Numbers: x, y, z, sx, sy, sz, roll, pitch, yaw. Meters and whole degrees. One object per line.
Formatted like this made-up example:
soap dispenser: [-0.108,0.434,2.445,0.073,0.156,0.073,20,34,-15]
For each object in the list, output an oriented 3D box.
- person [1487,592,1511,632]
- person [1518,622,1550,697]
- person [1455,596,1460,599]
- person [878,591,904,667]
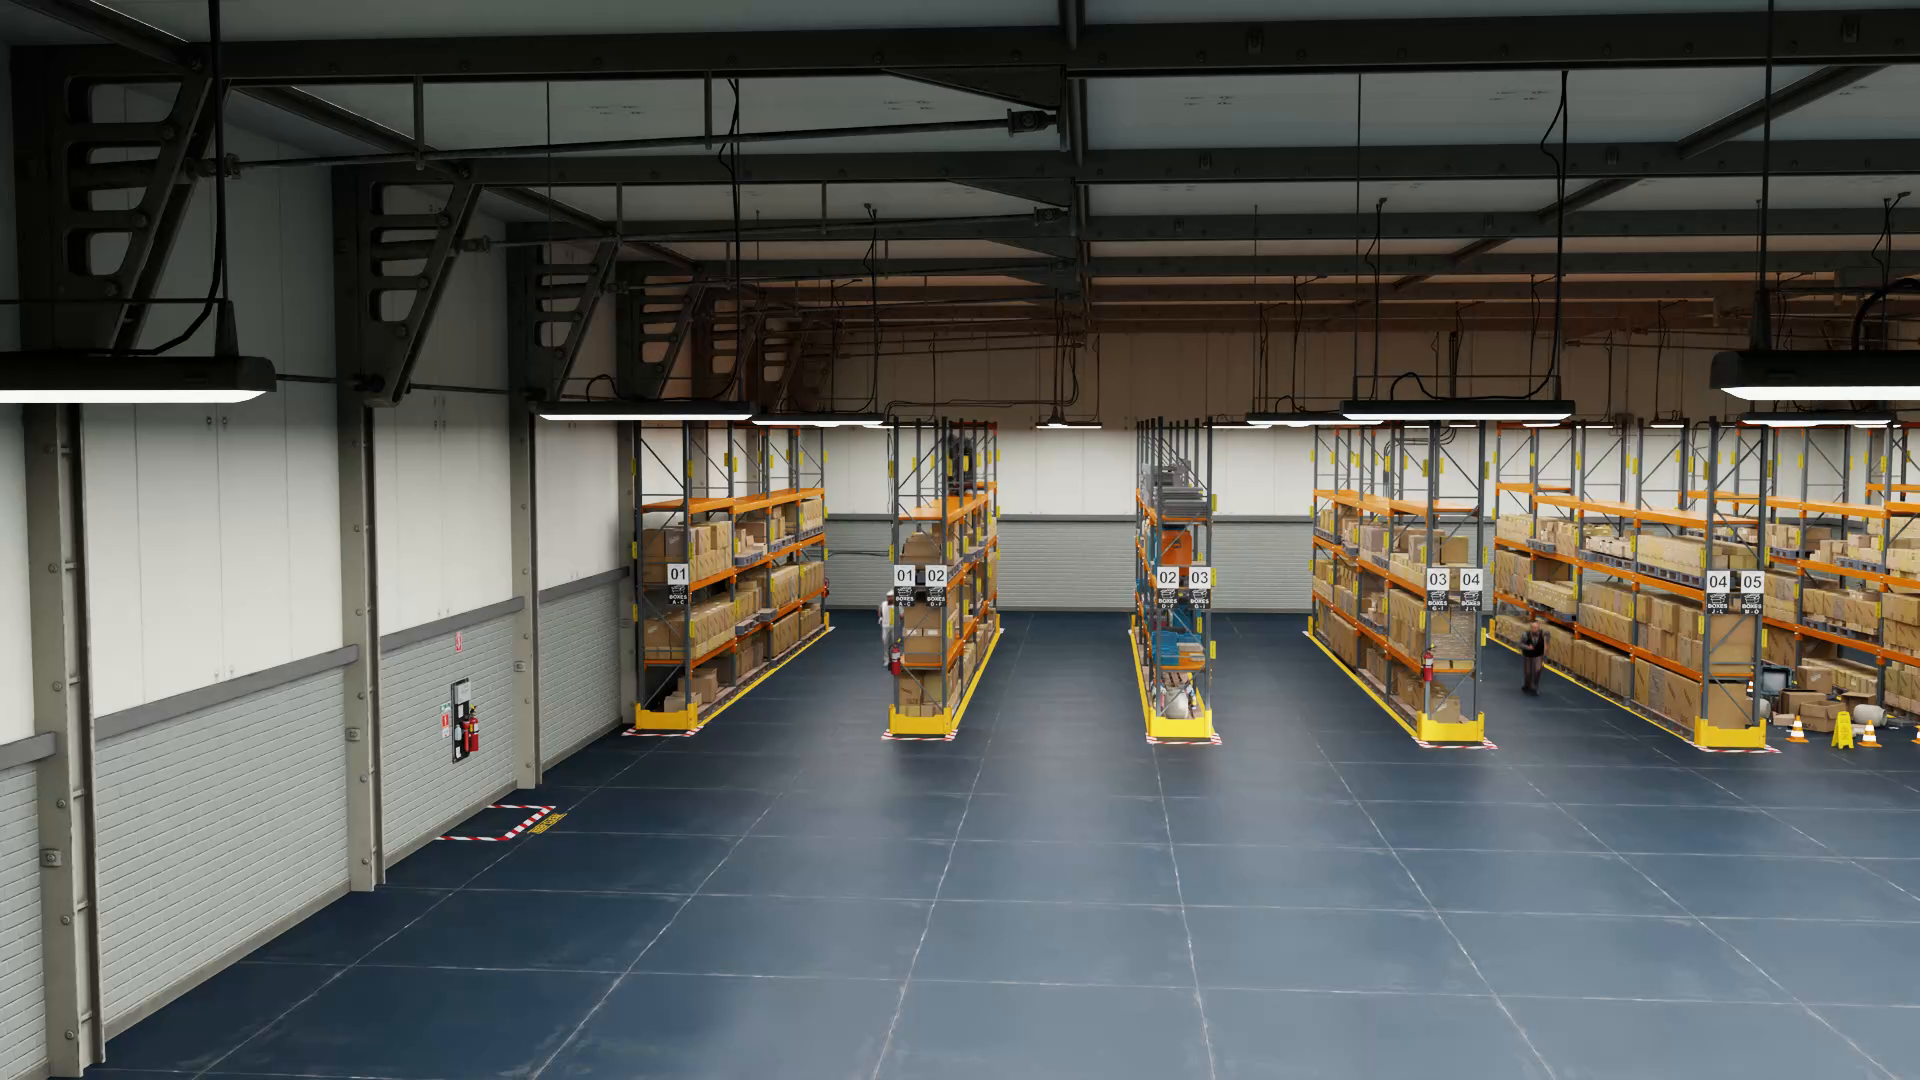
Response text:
person: [15.473,1.781,47.440,0.815,1.717,0.637,1,4,19]
person: [12.455,2.580,36.161,0.683,1.672,0.992,1,4,10]
person: [13.551,2.027,45.163,0.615,1.586,0.895,0,4,-7]
person: [-1.701,2.153,40.828,0.681,1.794,0.990,0,4,5]
